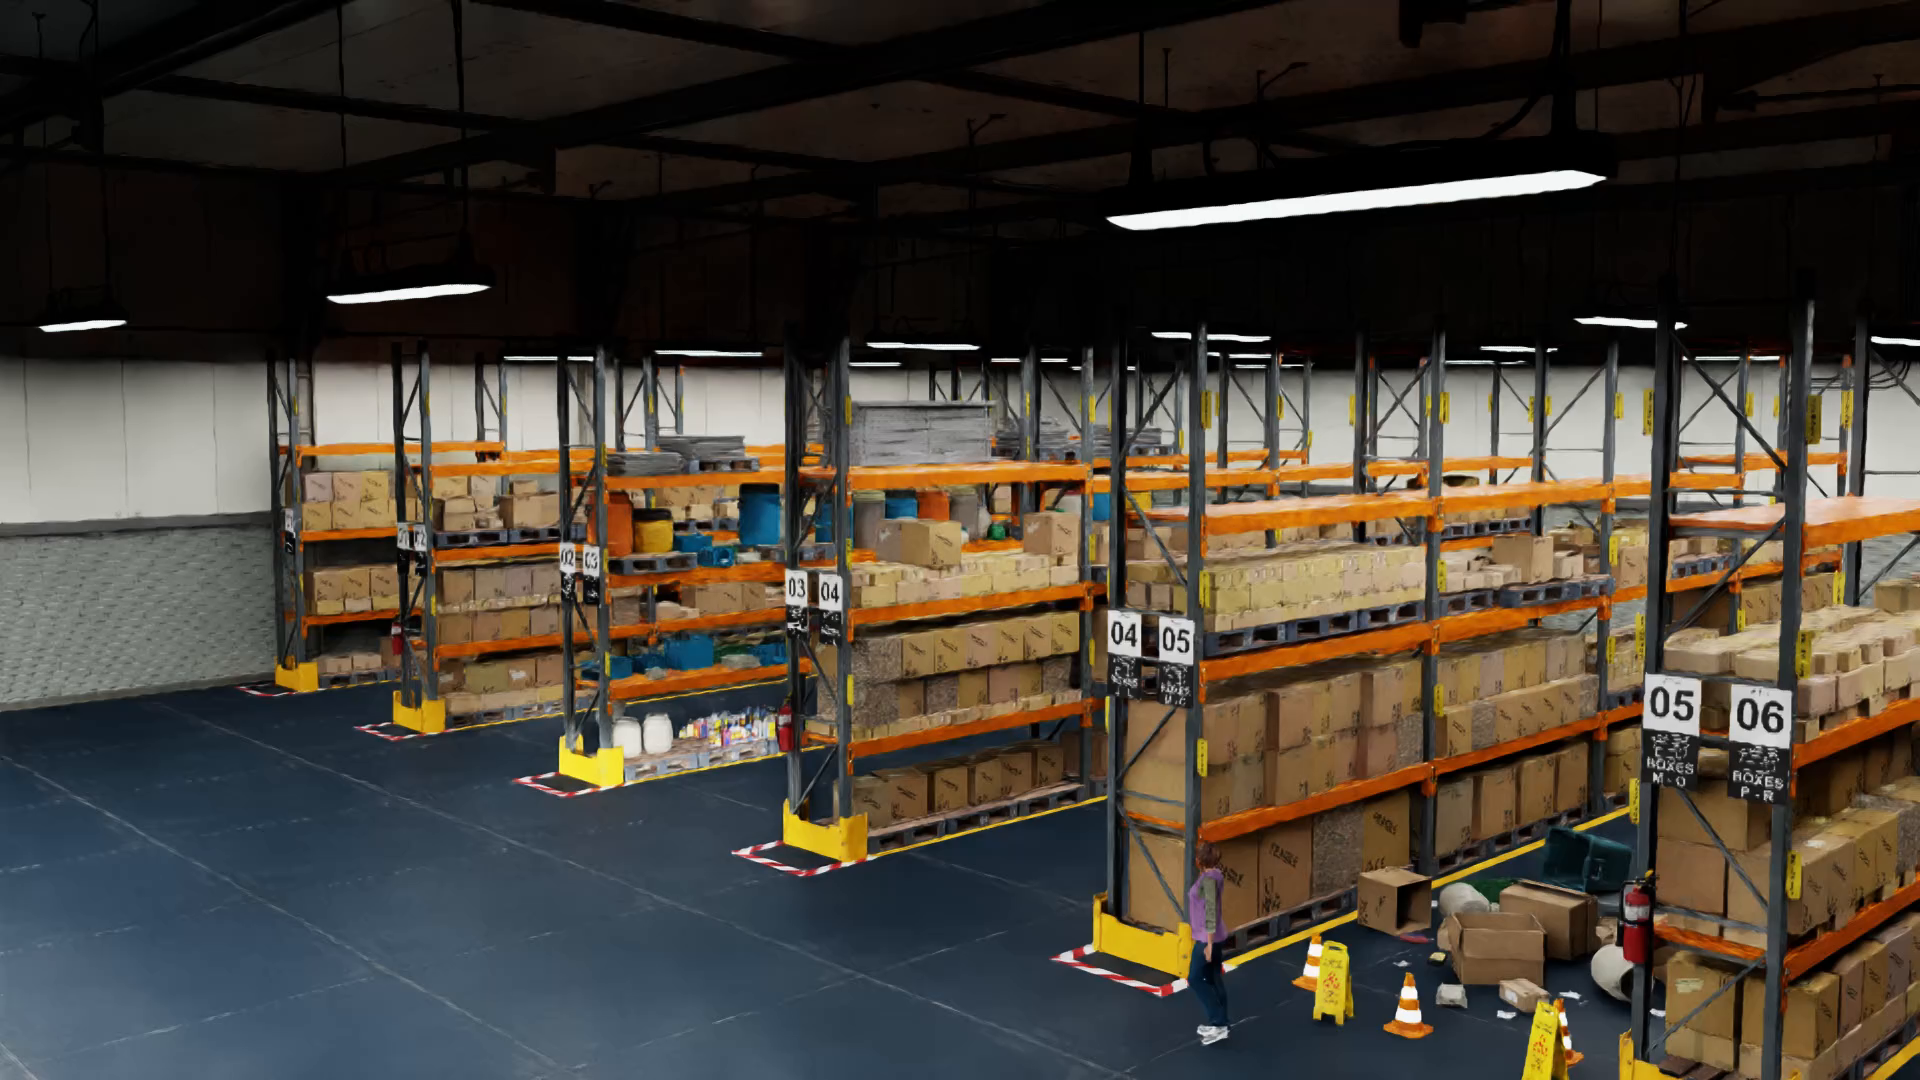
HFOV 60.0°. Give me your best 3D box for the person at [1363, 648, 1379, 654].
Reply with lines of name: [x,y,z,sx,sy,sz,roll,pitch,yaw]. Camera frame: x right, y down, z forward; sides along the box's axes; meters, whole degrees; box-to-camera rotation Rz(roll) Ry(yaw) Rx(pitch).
person: [5.806,2.217,23.494,0.400,1.794,0.649,2,5,23]

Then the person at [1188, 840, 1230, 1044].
person: [2.004,3.208,13.334,0.355,1.592,0.510,2,5,18]

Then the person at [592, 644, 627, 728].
person: [-5.126,2.260,24.388,0.626,1.610,0.578,5,7,44]
